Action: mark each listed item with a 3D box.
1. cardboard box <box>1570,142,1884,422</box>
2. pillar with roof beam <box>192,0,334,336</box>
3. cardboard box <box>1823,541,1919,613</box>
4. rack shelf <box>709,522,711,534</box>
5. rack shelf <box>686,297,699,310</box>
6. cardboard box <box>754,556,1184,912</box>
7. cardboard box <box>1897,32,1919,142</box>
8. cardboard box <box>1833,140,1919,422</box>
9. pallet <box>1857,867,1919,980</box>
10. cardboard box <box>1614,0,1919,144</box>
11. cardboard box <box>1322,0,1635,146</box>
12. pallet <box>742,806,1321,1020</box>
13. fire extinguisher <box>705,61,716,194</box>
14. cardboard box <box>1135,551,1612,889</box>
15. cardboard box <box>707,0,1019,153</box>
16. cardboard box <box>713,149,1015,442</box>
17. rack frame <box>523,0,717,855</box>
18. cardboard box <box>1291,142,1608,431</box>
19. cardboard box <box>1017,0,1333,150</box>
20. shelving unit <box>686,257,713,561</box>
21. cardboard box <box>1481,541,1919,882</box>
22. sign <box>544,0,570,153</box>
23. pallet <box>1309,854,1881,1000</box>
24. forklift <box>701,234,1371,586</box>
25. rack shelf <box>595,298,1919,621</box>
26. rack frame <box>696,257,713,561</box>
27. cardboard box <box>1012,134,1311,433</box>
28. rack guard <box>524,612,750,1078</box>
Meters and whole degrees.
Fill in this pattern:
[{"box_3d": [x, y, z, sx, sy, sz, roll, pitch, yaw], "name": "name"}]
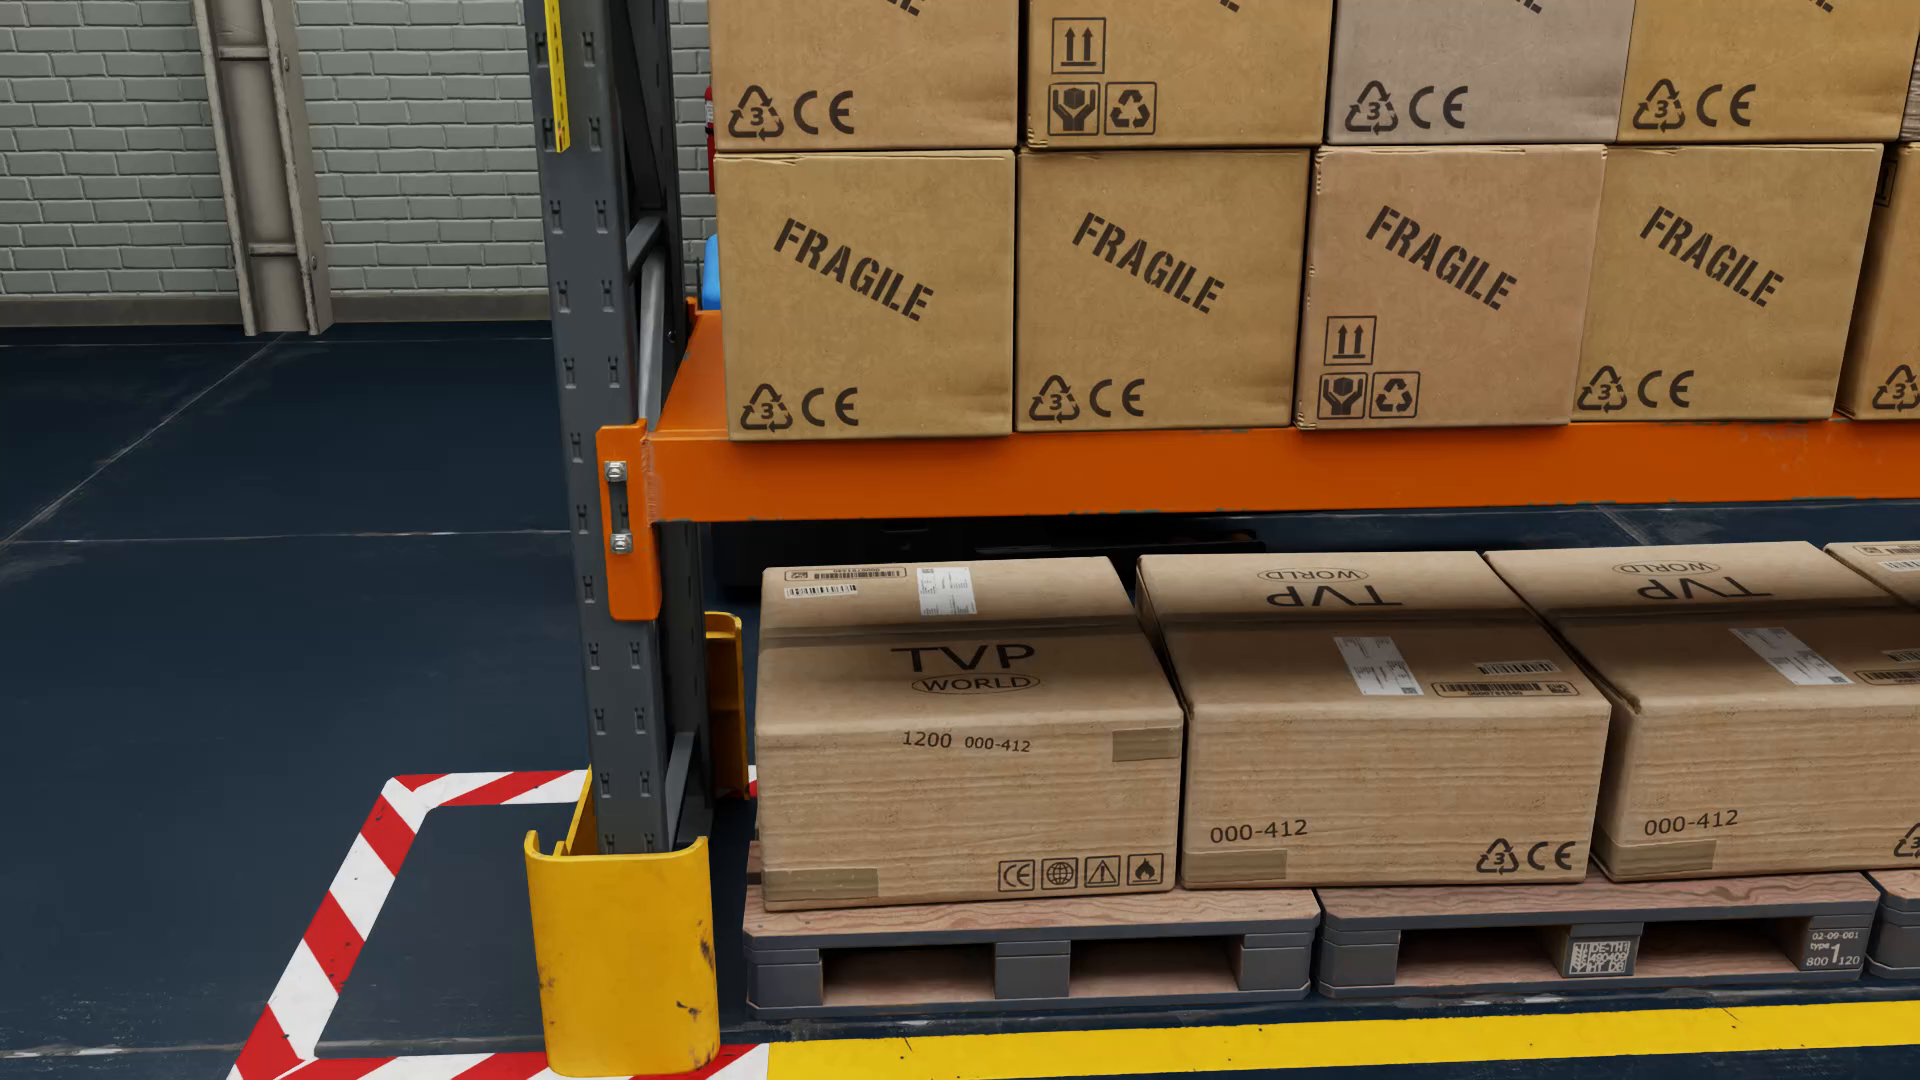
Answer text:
[{"box_3d": [1.338, -0.537, 3.175, 0.500, 0.500, 0.500, 0, 21, -1], "name": "cardboard box"}, {"box_3d": [-3.454, -3.845, 3.573, 0.400, 9.000, 9.100, -1, 21, -3], "name": "pillar with roof beam"}, {"box_3d": [2.692, 0.352, 3.990, 0.875, 0.438, 0.875, -1, 21, -4], "name": "cardboard box"}, {"box_3d": [-1.012, -0.175, 5.915, 0.240, 0.259, 0.215, -3, 21, -7], "name": "rack shelf"}, {"box_3d": [-1.012, -0.700, 5.715, 0.240, 0.259, 0.215, -3, 21, -7], "name": "rack shelf"}, {"box_3d": [-0.016, 0.410, 3.839, 0.875, 0.438, 0.875, -2, 21, -5], "name": "cardboard box"}, {"box_3d": [1.854, -1.009, 3.009, 0.500, 0.500, 0.500, -1, 21, -2], "name": "cardboard box"}, {"box_3d": [1.862, -0.542, 3.188, 0.500, 0.500, 0.500, -1, 21, -4], "name": "cardboard box"}, {"box_3d": [2.561, 0.668, 4.071, 1.213, 0.211, 1.003, -1, 21, -3], "name": "pallet"}, {"box_3d": [1.353, -1.001, 2.989, 0.500, 0.500, 0.500, -1, 21, -3], "name": "cardboard box"}, {"box_3d": [0.855, -0.991, 2.962, 0.500, 0.500, 0.500, -1, 21, -3], "name": "cardboard box"}, {"box_3d": [0.125, 0.717, 3.941, 1.213, 0.211, 1.003, -1, 21, -3], "name": "pallet"}, {"box_3d": [-1.077, -1.928, 7.601, 0.183, 0.674, 0.296, -1, 21, -3], "name": "fire extinguisher"}, {"box_3d": [0.897, 0.389, 3.895, 0.875, 0.438, 0.875, -1, 21, -2], "name": "cardboard box"}, {"box_3d": [-0.174, -0.965, 2.893, 0.500, 0.500, 0.500, -2, 21, -4], "name": "cardboard box"}, {"box_3d": [-0.173, -0.497, 3.069, 0.500, 0.500, 0.500, -1, 21, -3], "name": "cardboard box"}, {"box_3d": [-0.669, -0.542, 3.329, 0.127, 3.000, 1.000, -1, 21, -3], "name": "rack frame"}, {"box_3d": [0.839, -0.521, 3.132, 0.500, 0.500, 0.500, -1, 21, -3], "name": "cardboard box"}, {"box_3d": [0.342, -0.978, 2.927, 0.500, 0.500, 0.500, -2, 21, -5], "name": "cardboard box"}, {"box_3d": [-1.012, -0.444, 5.812, 0.252, 1.050, 0.215, -3, 21, -7], "name": "shelving unit"}, {"box_3d": [1.798, 0.371, 3.942, 0.875, 0.438, 0.875, -2, 21, -5], "name": "cardboard box"}, {"box_3d": [-0.643, -0.786, 2.643, 0.005, 0.325, 0.100, -1, 21, -3], "name": "sign"}, {"box_3d": [1.340, 0.693, 4.003, 1.213, 0.211, 1.003, -1, 21, -3], "name": "pallet"}, {"box_3d": [0.620, -1.398, 5.674, 3.031, 2.935, 1.130, -3, 21, -7], "name": "forklift"}, {"box_3d": [1.328, -0.247, 3.564, 4.000, 0.370, 1.077, -1, 21, -3], "name": "rack shelf"}, {"box_3d": [-0.891, -0.450, 5.827, 0.008, 1.050, 0.200, -3, 21, -7], "name": "rack frame"}, {"box_3d": [0.330, -0.517, 3.122, 0.500, 0.500, 0.500, -1, 21, -4], "name": "cardboard box"}, {"box_3d": [-0.693, 0.627, 3.773, 0.348, 0.500, 1.175, -1, 21, -3], "name": "rack guard"}]
